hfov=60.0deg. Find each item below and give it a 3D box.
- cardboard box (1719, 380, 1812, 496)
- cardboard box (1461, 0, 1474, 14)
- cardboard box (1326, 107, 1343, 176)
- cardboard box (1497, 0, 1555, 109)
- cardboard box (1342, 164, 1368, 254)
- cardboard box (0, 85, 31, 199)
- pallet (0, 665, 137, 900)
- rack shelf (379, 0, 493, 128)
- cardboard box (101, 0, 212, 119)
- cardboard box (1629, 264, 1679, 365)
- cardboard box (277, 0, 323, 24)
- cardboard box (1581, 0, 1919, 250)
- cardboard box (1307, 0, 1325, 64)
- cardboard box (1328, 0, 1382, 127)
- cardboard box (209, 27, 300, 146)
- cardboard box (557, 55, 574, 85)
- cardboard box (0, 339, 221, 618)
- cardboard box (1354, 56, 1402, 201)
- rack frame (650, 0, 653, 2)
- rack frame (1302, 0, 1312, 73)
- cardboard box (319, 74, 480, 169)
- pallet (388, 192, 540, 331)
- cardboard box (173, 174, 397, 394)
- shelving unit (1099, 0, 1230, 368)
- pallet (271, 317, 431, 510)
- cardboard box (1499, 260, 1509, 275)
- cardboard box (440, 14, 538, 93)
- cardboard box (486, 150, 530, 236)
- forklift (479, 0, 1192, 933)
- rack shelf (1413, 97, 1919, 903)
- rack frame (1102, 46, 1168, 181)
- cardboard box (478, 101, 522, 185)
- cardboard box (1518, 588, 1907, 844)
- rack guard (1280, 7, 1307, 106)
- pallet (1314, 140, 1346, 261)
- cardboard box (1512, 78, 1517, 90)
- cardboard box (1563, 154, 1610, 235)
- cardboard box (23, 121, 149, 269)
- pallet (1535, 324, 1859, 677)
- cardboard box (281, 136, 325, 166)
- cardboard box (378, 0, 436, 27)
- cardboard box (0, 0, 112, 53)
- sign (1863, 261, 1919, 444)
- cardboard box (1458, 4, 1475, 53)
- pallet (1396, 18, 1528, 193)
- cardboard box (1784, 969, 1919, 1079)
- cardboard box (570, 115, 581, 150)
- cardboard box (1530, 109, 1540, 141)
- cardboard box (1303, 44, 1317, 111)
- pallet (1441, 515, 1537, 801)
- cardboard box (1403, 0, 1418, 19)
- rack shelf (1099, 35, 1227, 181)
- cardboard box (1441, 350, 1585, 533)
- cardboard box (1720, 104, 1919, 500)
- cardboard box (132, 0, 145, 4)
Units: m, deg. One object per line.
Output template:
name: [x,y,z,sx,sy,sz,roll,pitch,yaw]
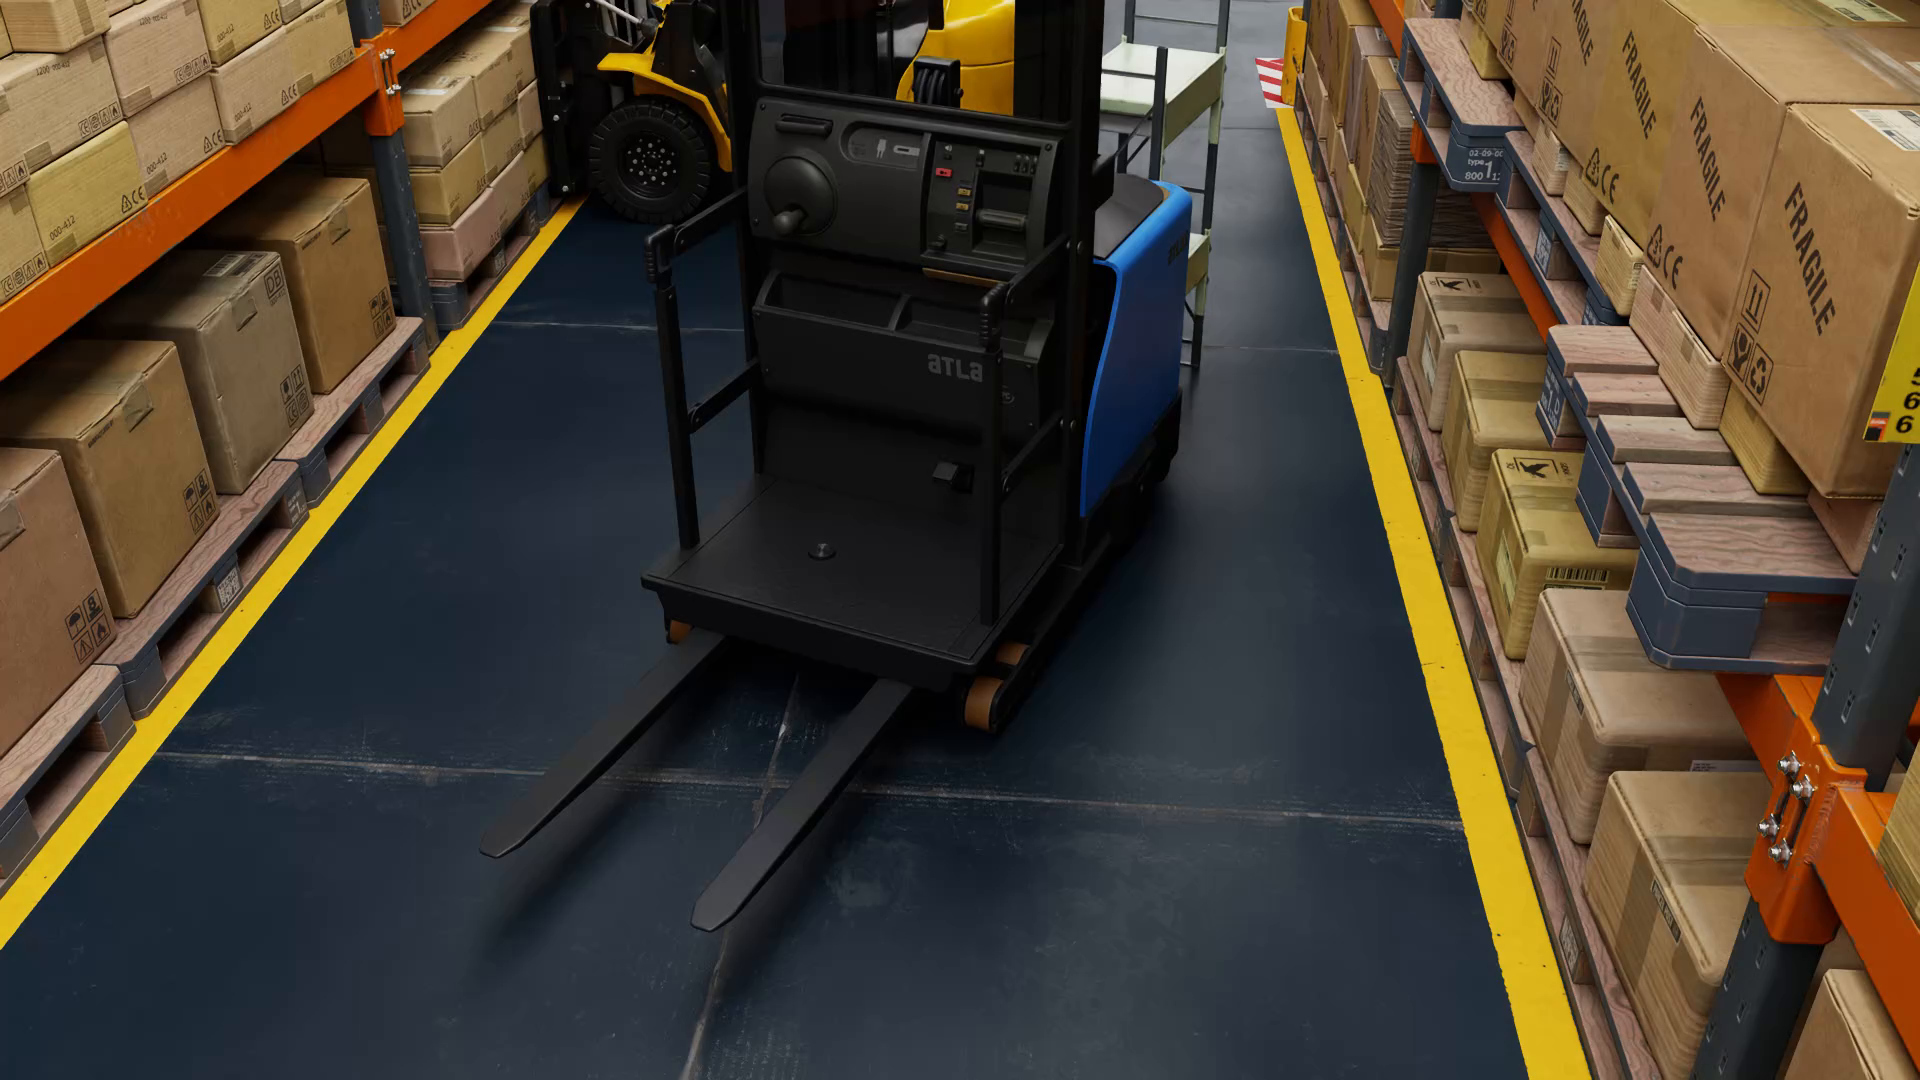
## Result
cardboard box: [1.639,-0.199,3.053,0.380,0.149,0.250,3,32,5]
cardboard box: [1.899,-2.009,5.372,0.500,0.500,0.500,3,32,5]
cardboard box: [2.126,-2.032,8.408,0.500,0.250,0.500,5,32,7]
cardboard box: [1.805,-1.489,4.529,0.500,0.500,0.500,2,32,4]
cardboard box: [2.037,-1.502,7.549,0.500,0.250,0.500,2,32,3]
cardboard box: [-2.668,-0.918,4.047,0.500,0.250,0.500,2,32,3]
pallet: [-2.944,0.746,4.339,1.003,0.211,1.213,2,32,4]
rack shelf: [-2.562,-2.844,8.191,1.077,0.370,4.000,2,32,4]
cardboard box: [-2.592,-1.449,4.909,0.500,0.250,0.500,3,32,5]
cardboard box: [1.644,-0.464,3.483,0.380,0.149,0.250,1,32,2]
cardboard box: [-2.510,-1.986,5.779,0.500,0.250,0.500,2,32,3]
cardboard box: [1.728,-0.935,3.629,0.500,0.500,0.500,0,32,1]
cardboard box: [2.206,-2.891,9.088,0.500,0.500,0.500,1,32,2]
cardboard box: [2.119,-2.355,8.219,0.500,0.500,0.500,3,32,5]
cardboard box: [-2.540,-1.503,5.472,0.500,0.250,0.500,2,32,4]
cardboard box: [-2.244,-2.355,8.456,0.500,0.250,0.500,2,32,4]
cardboard box: [-2.886,-0.200,5.079,0.875,0.625,0.625,1,32,2]
cardboard box: [2.043,-1.809,7.331,0.500,0.500,0.500,3,32,5]
rack frame: [-2.399,-4.196,9.699,1.000,3.000,0.127,2,32,4]
rack frame: [2.549,-3.986,9.359,1.000,3.000,0.127,2,32,4]
cardboard box: [-2.372,-1.778,7.043,0.500,0.250,0.500,2,32,3]
pallet: [-2.618,-1.331,7.709,1.003,0.211,1.213,2,32,4]
cardboard box: [-2.756,-0.999,6.375,0.875,0.625,0.625,4,32,6]
shelving unit: [0.662,-1.226,6.310,0.431,1.500,0.755,13,34,20]
pallet: [-2.746,-0.530,6.409,1.003,0.211,1.213,2,32,4]
cardboard box: [2.540,-1.199,7.058,0.500,0.250,0.500,1,32,2]
cardboard box: [-2.292,-2.305,7.899,0.500,0.250,0.500,3,32,6]
cardboard box: [-2.329,-1.617,7.736,0.500,0.250,0.500,2,32,3]
forklift: [-0.259,-0.946,4.492,1.130,2.935,3.031,13,34,20]
rack shelf: [2.060,-0.542,4.456,1.077,0.370,4.000,2,32,4]
rack frame: [0.512,-1.051,6.026,0.400,1.500,0.023,13,34,20]
cardboard box: [-2.338,-1.829,7.602,0.500,0.250,0.500,2,32,4]
cardboard box: [2.005,0.456,4.255,0.950,0.372,0.625,2,32,3]
rack guard: [2.543,-2.882,9.950,1.175,0.500,0.348,2,32,4]
pallet: [2.339,-1.699,8.306,1.003,0.211,1.213,2,32,4]
cardboard box: [1.887,-1.409,5.016,0.380,0.149,0.250,4,32,7]
cardboard box: [1.737,-0.869,4.141,0.380,0.149,0.250,1,32,2]
cardboard box: [-2.646,-0.974,4.614,0.500,0.250,0.500,3,32,6]
pallet: [1.849,-0.098,3.233,1.213,0.211,1.003,2,32,4]
cardboard box: [-2.877,-1.804,7.085,0.500,0.250,0.500,3,32,5]
cardboard box: [-2.428,-2.368,6.638,0.500,0.500,0.500,2,32,3]
cardboard box: [-2.550,-1.424,4.487,0.380,0.149,0.250,2,32,3]
sign: [1.356,-0.280,2.317,0.100,0.325,0.005,2,32,4]
cardboard box: [1.863,-1.690,5.473,0.380,0.149,0.250,3,32,5]
pallet: [2.016,-1.419,5.376,1.003,0.211,1.213,2,32,4]
cardboard box: [1.758,1.281,2.438,0.875,0.875,0.875,2,32,4]
cardboard box: [-2.242,-2.151,8.603,0.500,0.250,0.500,3,32,6]
cardboard box: [1.803,-1.147,4.591,0.380,0.149,0.250,3,32,4]
cardboard box: [2.207,-2.584,9.304,0.500,0.250,0.500,2,32,4]
pallet: [2.064,0.340,4.997,1.003,0.211,1.213,2,32,4]
cardboard box: [1.959,-2.099,6.536,0.380,0.149,0.250,3,32,5]
rack shelf: [0.662,-1.558,6.105,0.431,0.370,0.720,13,34,20]
cardboard box: [2.128,-0.304,5.488,0.950,0.372,0.625,4,32,7]
cardboard box: [1.657,-0.400,2.761,0.500,0.500,0.500,2,32,3]
cardboard box: [-2.579,-1.696,4.929,0.380,0.149,0.250,2,32,3]
